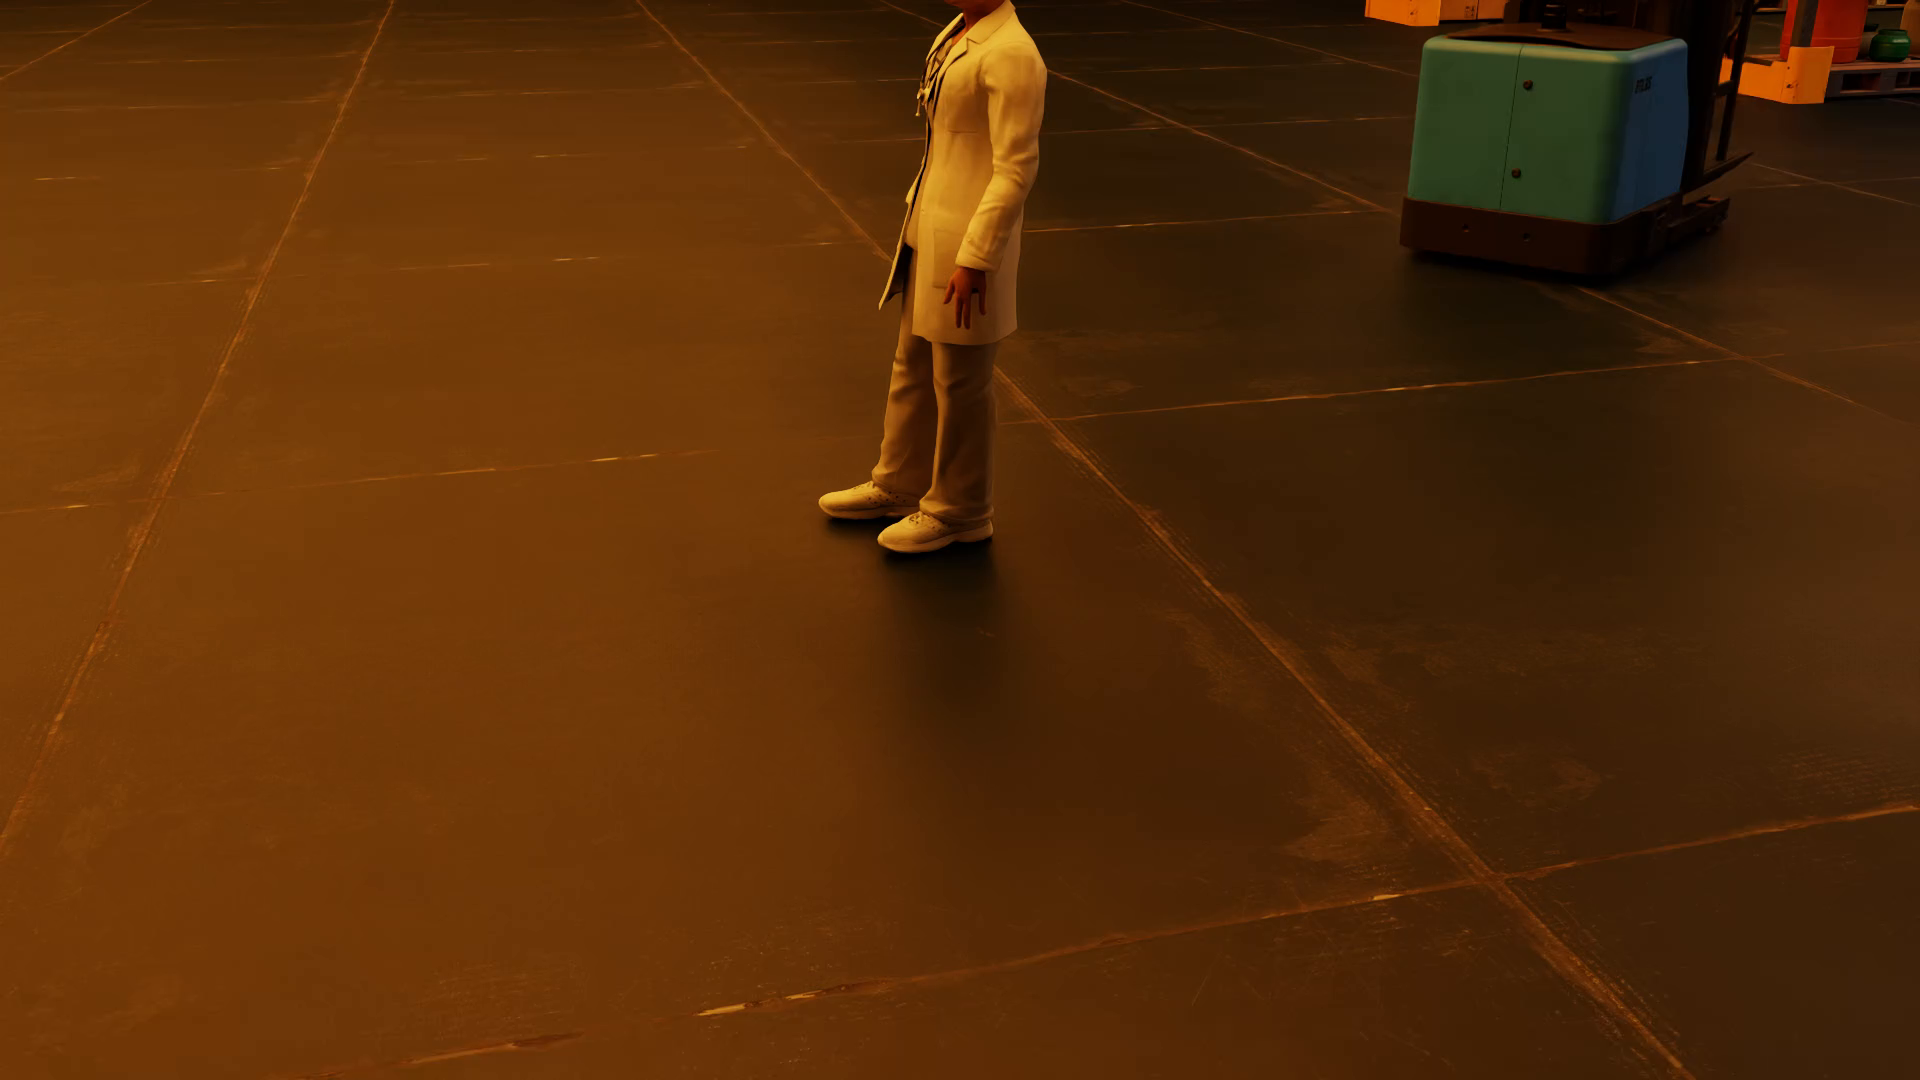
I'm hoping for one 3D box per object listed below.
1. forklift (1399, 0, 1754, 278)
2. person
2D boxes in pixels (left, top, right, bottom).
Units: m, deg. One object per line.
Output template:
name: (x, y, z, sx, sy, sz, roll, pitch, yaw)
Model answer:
forklift: (3.529, -3.094, 8.579, 1.130, 2.935, 3.031, 18, 29, 35)
person: (-0.088, -0.817, 4.684, 0.581, 1.775, 0.696, -6, 24, -14)
